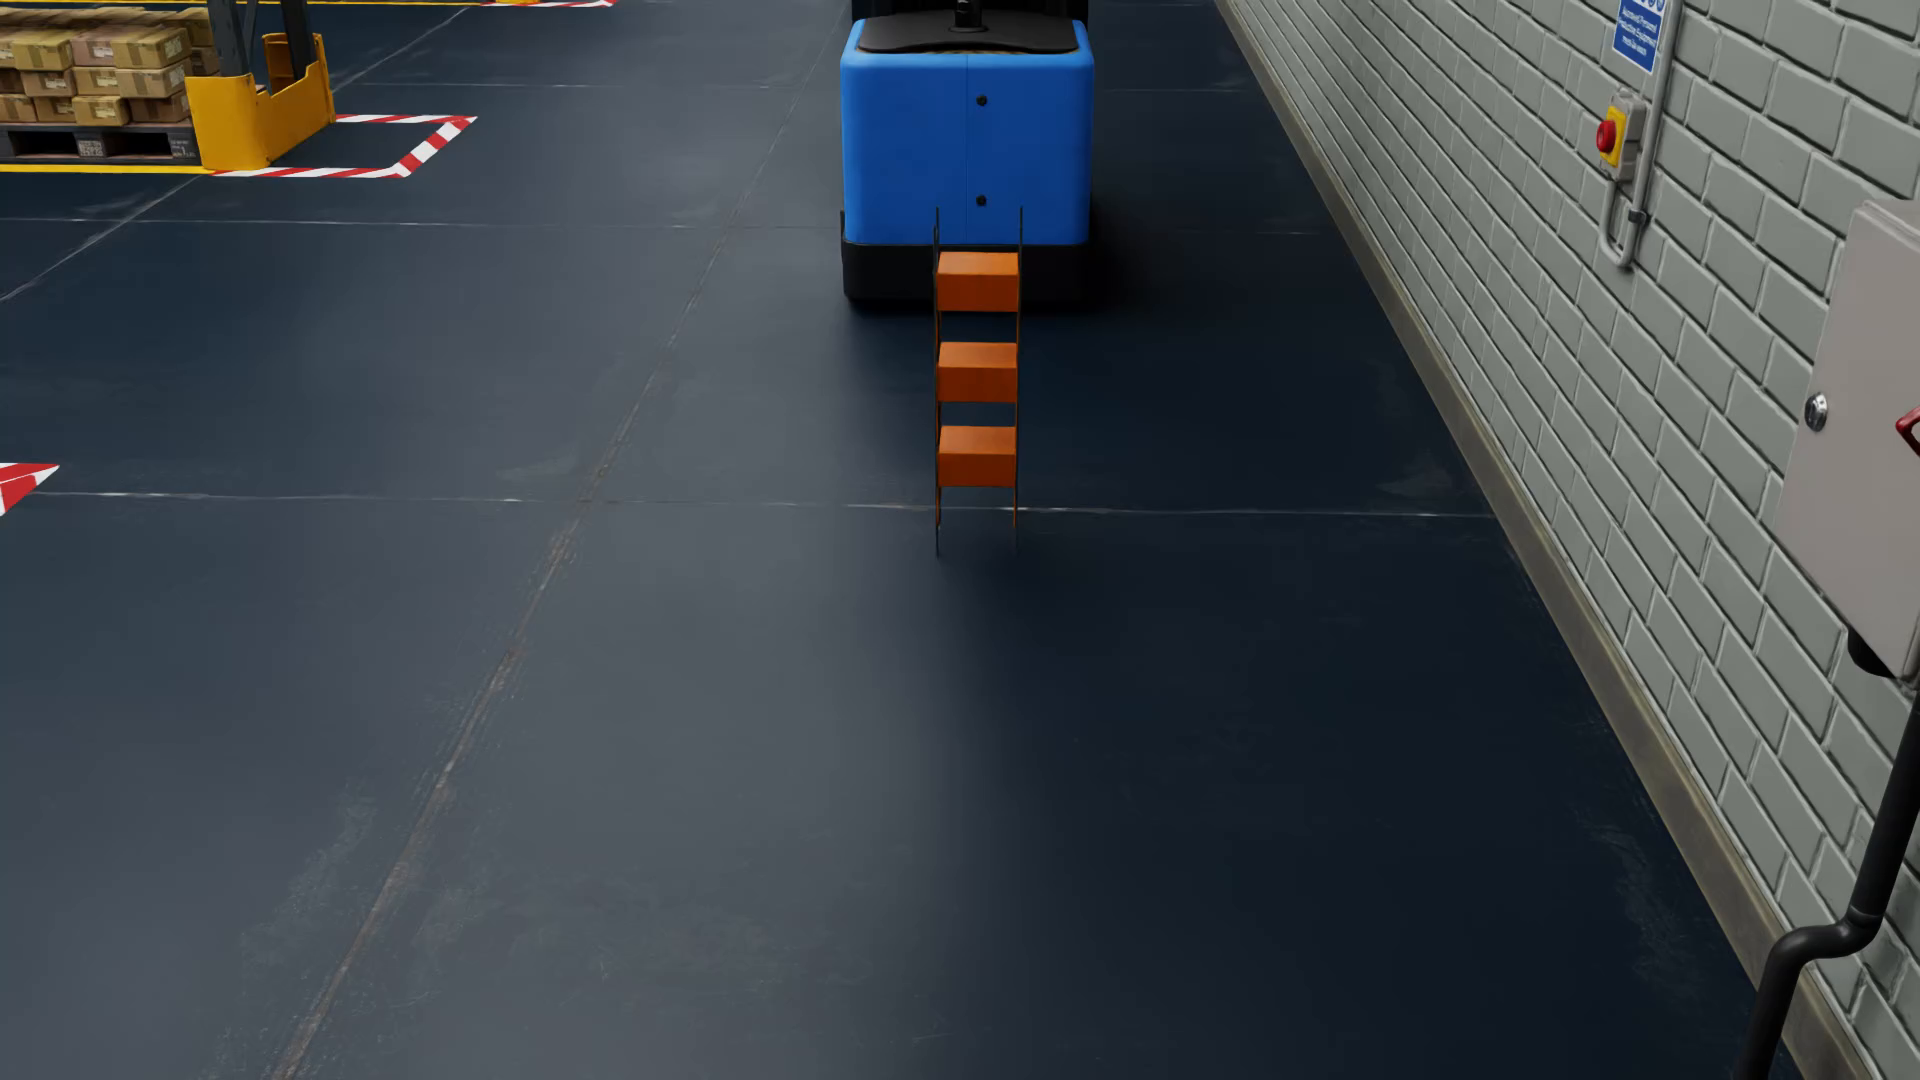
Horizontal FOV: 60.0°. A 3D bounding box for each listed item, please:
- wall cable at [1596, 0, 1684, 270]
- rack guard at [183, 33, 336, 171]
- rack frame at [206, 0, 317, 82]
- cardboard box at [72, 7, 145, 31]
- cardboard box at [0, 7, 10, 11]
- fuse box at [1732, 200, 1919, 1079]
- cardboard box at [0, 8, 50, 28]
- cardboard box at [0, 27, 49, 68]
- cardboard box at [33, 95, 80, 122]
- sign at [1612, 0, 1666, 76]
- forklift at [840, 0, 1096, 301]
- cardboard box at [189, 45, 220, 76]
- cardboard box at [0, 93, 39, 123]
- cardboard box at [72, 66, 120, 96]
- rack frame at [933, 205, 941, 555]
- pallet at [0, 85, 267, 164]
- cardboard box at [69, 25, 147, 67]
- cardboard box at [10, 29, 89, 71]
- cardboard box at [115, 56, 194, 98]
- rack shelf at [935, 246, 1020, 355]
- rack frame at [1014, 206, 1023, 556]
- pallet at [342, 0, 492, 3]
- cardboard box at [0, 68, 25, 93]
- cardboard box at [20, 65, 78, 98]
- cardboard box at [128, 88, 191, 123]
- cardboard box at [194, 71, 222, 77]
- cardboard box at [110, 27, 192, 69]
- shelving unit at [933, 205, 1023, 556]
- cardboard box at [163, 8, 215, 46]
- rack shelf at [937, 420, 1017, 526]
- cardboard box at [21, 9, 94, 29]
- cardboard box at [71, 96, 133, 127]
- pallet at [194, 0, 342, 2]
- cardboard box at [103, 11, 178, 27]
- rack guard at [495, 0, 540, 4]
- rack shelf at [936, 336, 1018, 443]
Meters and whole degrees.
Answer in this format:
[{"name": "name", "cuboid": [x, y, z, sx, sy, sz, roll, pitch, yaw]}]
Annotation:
[{"name": "wall cable", "cuboid": [1.692, -1.667, 4.074, 0.123, 1.953, 0.585, 1, 28, 2]}, {"name": "rack guard", "cuboid": [-3.946, -2.502, 9.437, 0.348, 0.500, 1.175, 1, 28, 2]}, {"name": "rack frame", "cuboid": [-3.870, -3.605, 8.849, 0.127, 3.000, 1.000, 1, 28, 2]}, {"name": "cardboard box", "cuboid": [-4.909, -2.974, 9.618, 0.250, 0.149, 0.380, 1, 28, 2]}, {"name": "cardboard box", "cuboid": [-5.698, -2.974, 9.619, 0.250, 0.149, 0.380, 1, 28, 3]}, {"name": "fuse box", "cuboid": [1.472, 0.346, 2.771, 0.414, 1.711, 0.539, 1, 28, 2]}, {"name": "cardboard box", "cuboid": [-5.437, -2.949, 9.570, 0.250, 0.149, 0.380, 2, 28, 4]}, {"name": "cardboard box", "cuboid": [-5.177, -2.694, 9.090, 0.250, 0.149, 0.380, 0, 28, 0]}, {"name": "cardboard box", "cuboid": [-4.925, -2.444, 9.253, 0.250, 0.149, 0.380, 1, 28, 2]}, {"name": "sign", "cuboid": [1.755, -1.345, 4.297, 0.001, 0.218, 0.327, 1, 28, 2]}, {"name": "forklift", "cuboid": [0.050, -2.949, 7.683, 1.130, 2.935, 3.031, 0, 28, 1]}, {"name": "cardboard box", "cuboid": [-4.385, -2.792, 9.591, 0.250, 0.149, 0.380, 2, 28, 4]}, {"name": "cardboard box", "cuboid": [-5.173, -2.442, 9.249, 0.250, 0.149, 0.380, 1, 28, 2]}, {"name": "cardboard box", "cuboid": [-4.667, -2.567, 9.169, 0.250, 0.149, 0.380, 0, 28, 1]}, {"name": "rack frame", "cuboid": [-0.068, -0.465, 5.006, 0.008, 1.050, 0.200, 1, 28, 2]}, {"name": "pallet", "cuboid": [-4.757, -2.405, 9.561, 1.213, 0.211, 1.003, 1, 28, 2]}, {"name": "cardboard box", "cuboid": [-4.658, -2.715, 9.130, 0.250, 0.149, 0.380, 1, 28, 3]}, {"name": "cardboard box", "cuboid": [-4.921, -2.660, 9.026, 0.250, 0.149, 0.380, 0, 28, 1]}, {"name": "cardboard box", "cuboid": [-4.408, -2.538, 9.113, 0.250, 0.149, 0.380, 0, 28, 0]}, {"name": "rack shelf", "cuboid": [0.053, -0.704, 4.874, 0.240, 0.259, 0.215, 1, 28, 2]}, {"name": "rack frame", "cuboid": [0.175, -0.461, 4.999, 0.008, 1.050, 0.200, 1, 28, 2]}, {"name": "pallet", "cuboid": [-4.396, -4.670, 13.834, 1.213, 0.211, 1.003, 1, 28, 2]}, {"name": "cardboard box", "cuboid": [-5.192, -2.598, 9.227, 0.250, 0.149, 0.380, 1, 28, 1]}, {"name": "cardboard box", "cuboid": [-4.927, -2.546, 9.127, 0.250, 0.149, 0.380, 0, 28, 0]}, {"name": "cardboard box", "cuboid": [-4.404, -2.442, 9.250, 0.250, 0.149, 0.380, 1, 28, 3]}, {"name": "cardboard box", "cuboid": [-4.383, -2.690, 9.717, 0.250, 0.149, 0.380, 2, 28, 3]}, {"name": "cardboard box", "cuboid": [-4.408, -2.684, 9.071, 0.250, 0.149, 0.380, 1, 28, 2]}, {"name": "shelving unit", "cuboid": [0.053, -0.463, 5.002, 0.252, 1.050, 0.215, 1, 28, 2]}, {"name": "cardboard box", "cuboid": [-4.382, -2.962, 9.595, 0.250, 0.149, 0.380, 0, 28, -1]}, {"name": "rack shelf", "cuboid": [0.053, -0.208, 5.138, 0.240, 0.259, 0.215, 1, 28, 2]}, {"name": "cardboard box", "cuboid": [-5.160, -2.940, 9.553, 0.250, 0.149, 0.380, 0, 28, -1]}, {"name": "cardboard box", "cuboid": [-4.664, -2.399, 9.169, 0.250, 0.149, 0.380, 2, 28, 3]}, {"name": "pallet", "cuboid": [-5.612, -4.691, 13.875, 1.213, 0.211, 1.003, 1, 28, 2]}, {"name": "cardboard box", "cuboid": [-4.662, -2.910, 9.497, 0.250, 0.149, 0.380, 1, 28, 3]}, {"name": "rack guard", "cuboid": [-3.570, -4.821, 13.810, 0.348, 0.500, 1.175, 1, 28, 2]}, {"name": "rack shelf", "cuboid": [0.053, -0.454, 5.007, 0.240, 0.259, 0.215, 1, 28, 2]}]
